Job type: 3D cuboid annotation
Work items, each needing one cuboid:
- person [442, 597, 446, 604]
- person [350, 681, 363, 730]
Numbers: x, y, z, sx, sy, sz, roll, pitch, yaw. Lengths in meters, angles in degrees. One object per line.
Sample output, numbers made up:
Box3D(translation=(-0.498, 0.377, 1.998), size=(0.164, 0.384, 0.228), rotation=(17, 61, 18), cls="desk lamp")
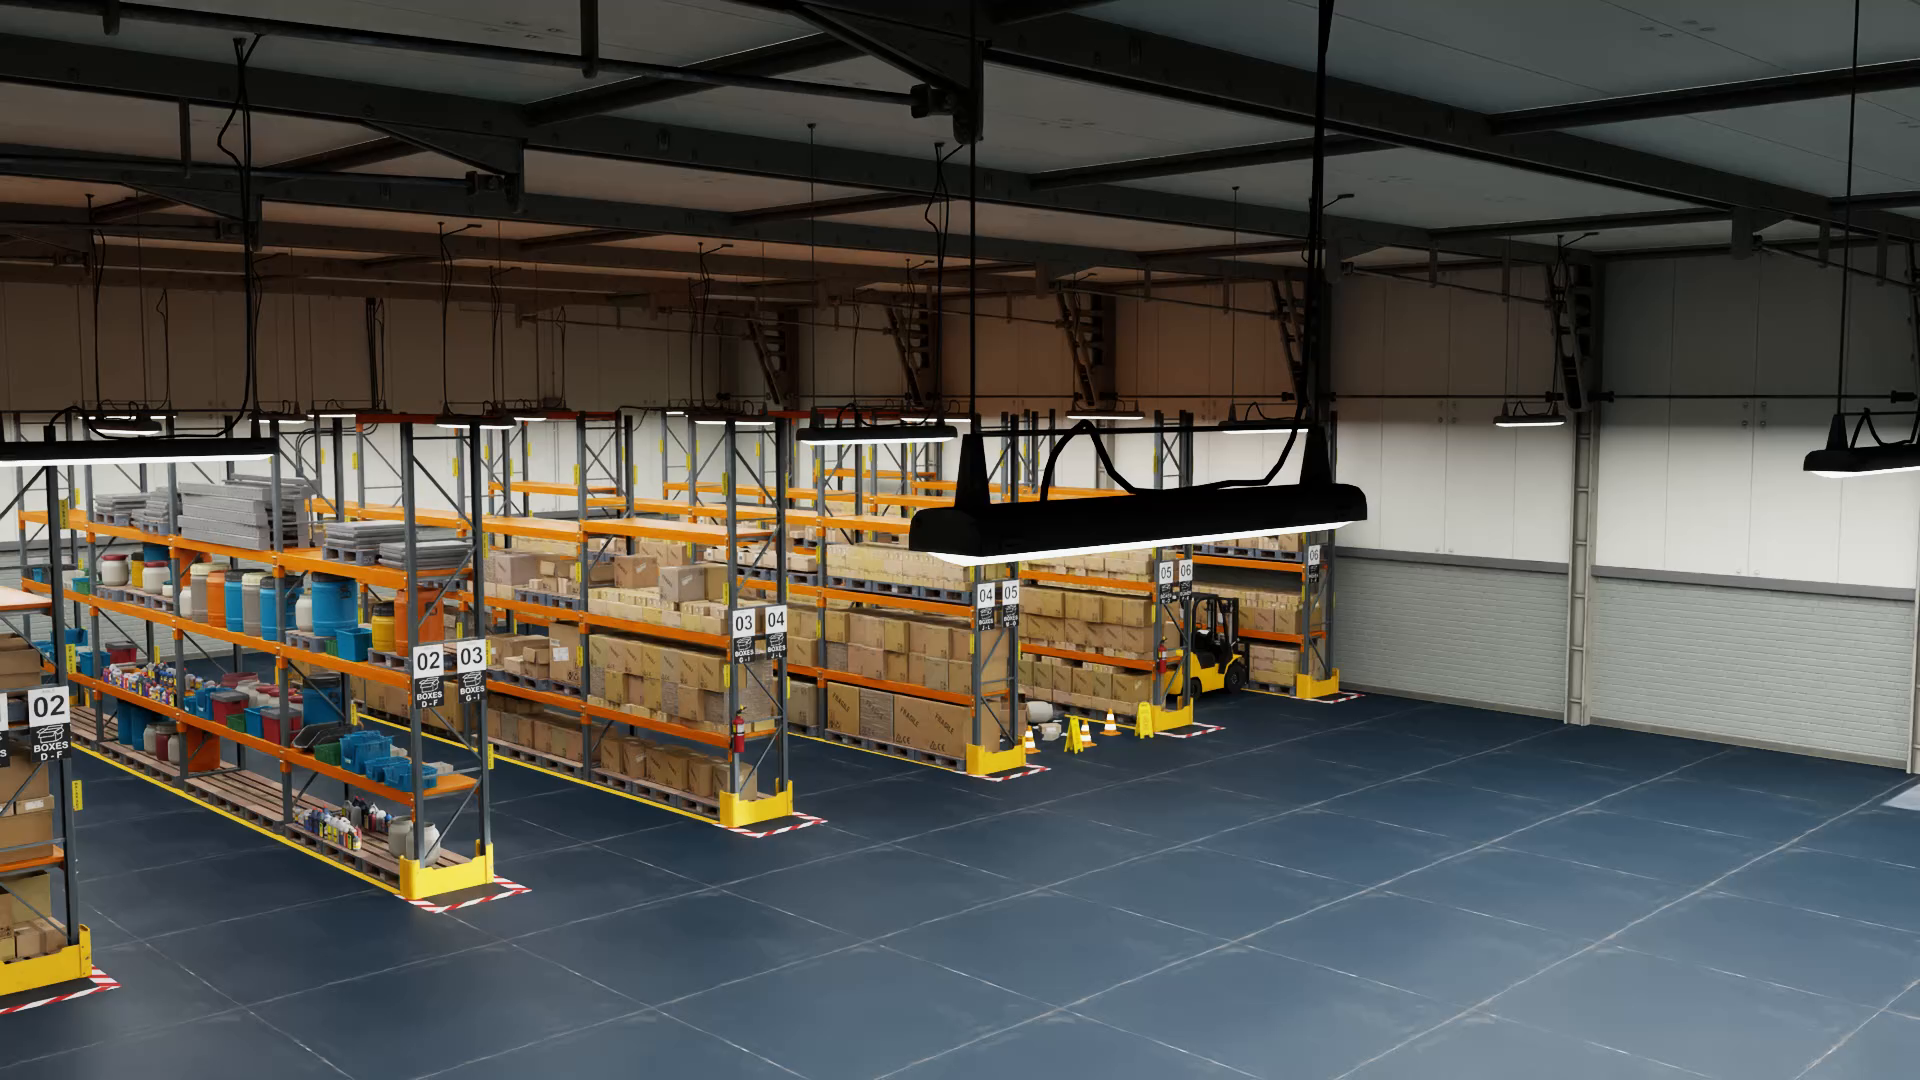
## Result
Box3D(translation=(-12.641, 1.958, 40.232), size=(0.822, 1.750, 0.526), rotation=(-2, 5, -26), cls="person")
Box3D(translation=(-10.375, 3.087, 27.933), size=(1.052, 1.600, 0.593), rotation=(4, 6, 37), cls="person")
